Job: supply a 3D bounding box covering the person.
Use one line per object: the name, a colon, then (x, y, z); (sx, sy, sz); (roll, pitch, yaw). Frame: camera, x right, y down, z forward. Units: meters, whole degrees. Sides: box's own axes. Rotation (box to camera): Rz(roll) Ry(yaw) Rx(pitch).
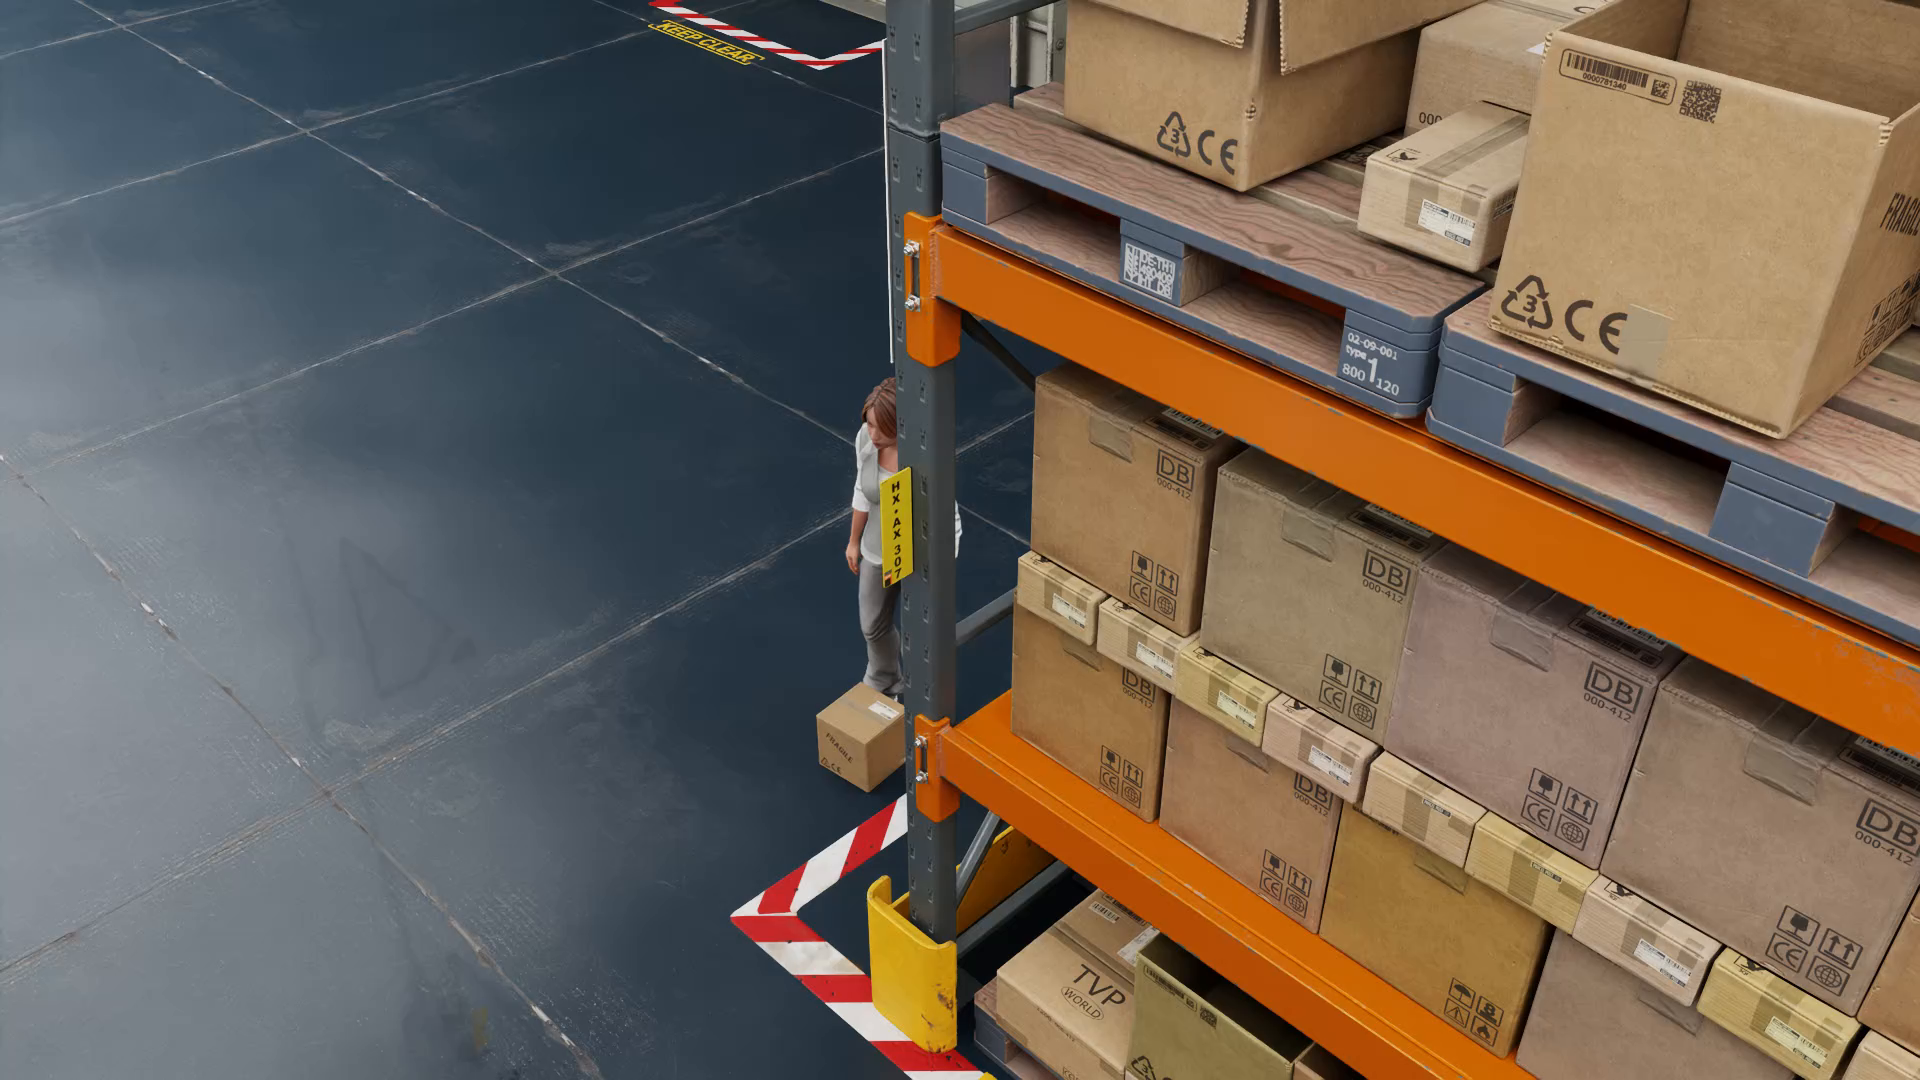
person: (-0.213, 0.083, 6.041); (0.486, 1.593, 0.344); (24, 42, 29)
